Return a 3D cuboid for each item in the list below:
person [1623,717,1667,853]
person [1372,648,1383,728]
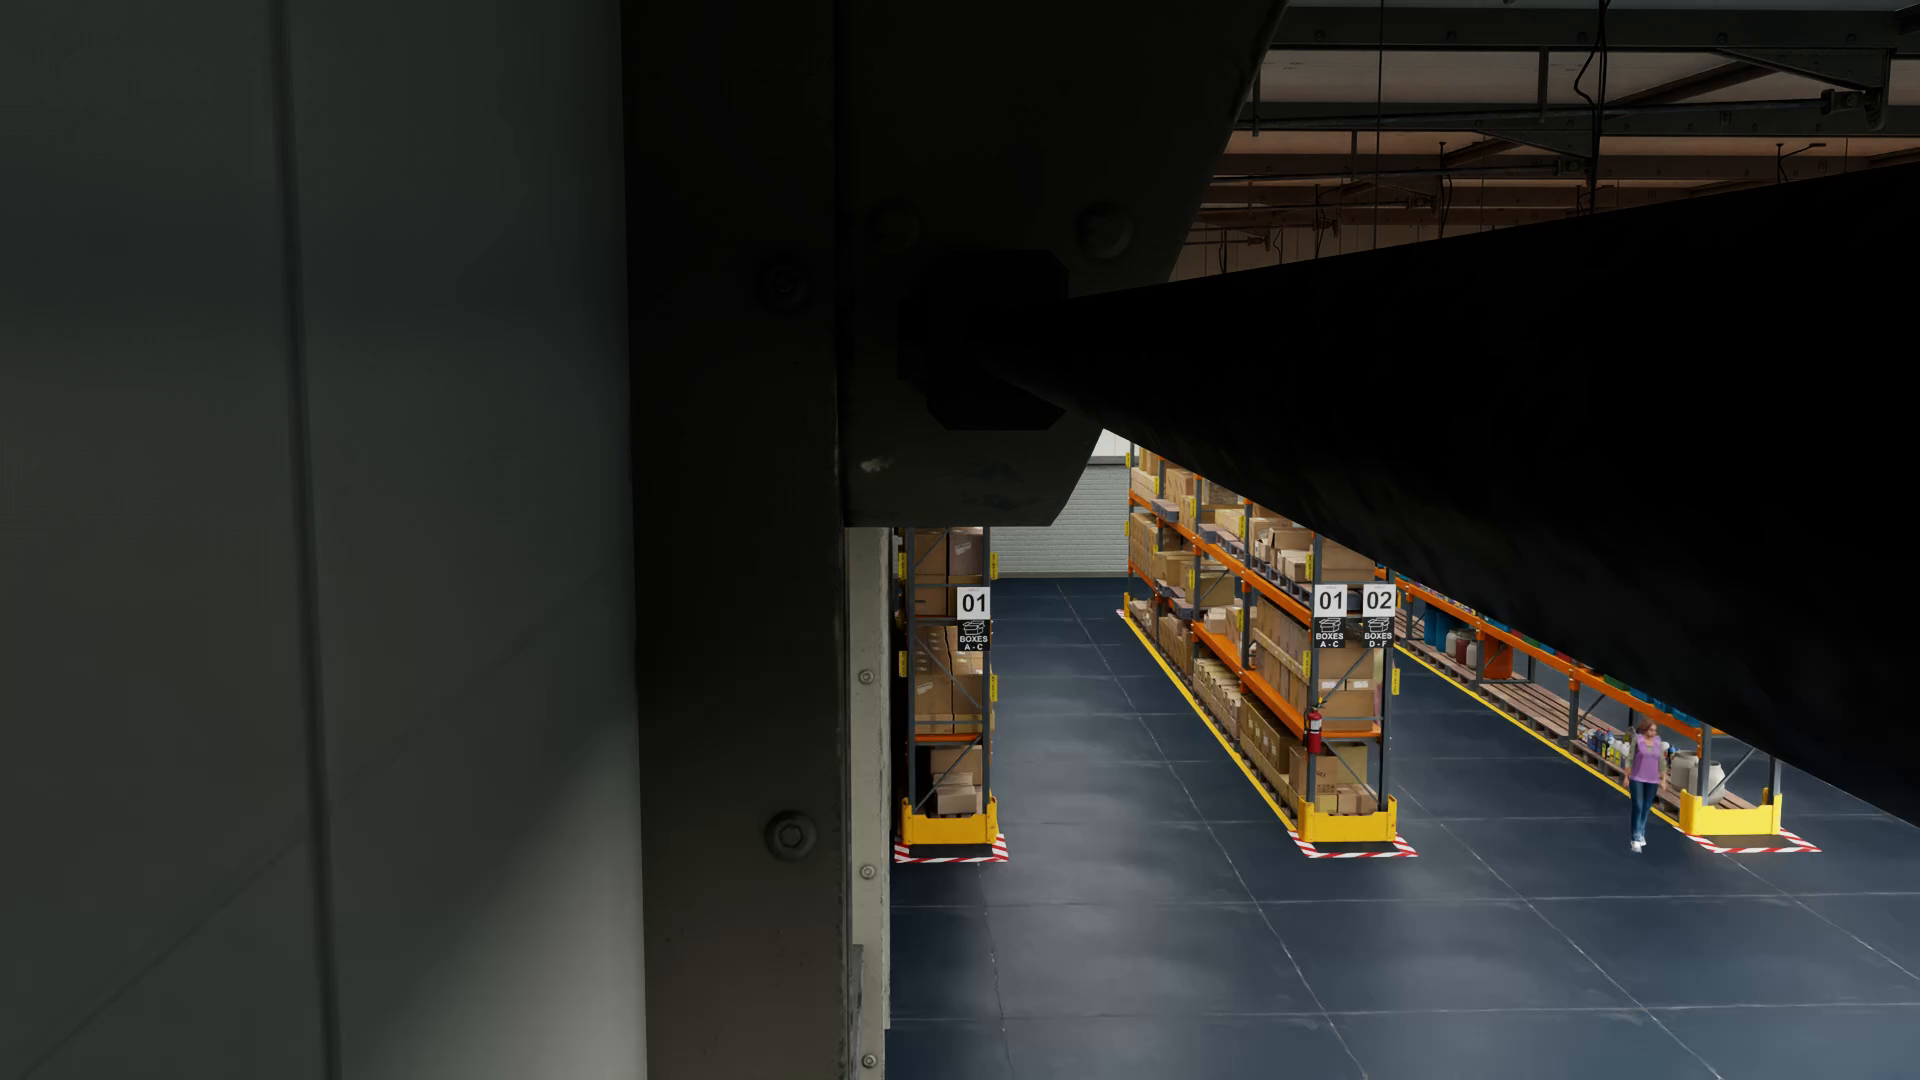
[{"bbox_3d":[8.354,2.973,20.262,0.476,1.627,0.509,1,7,5],"label":"person"},{"bbox_3d":[6.469,2.226,25.940,0.499,1.586,0.815,-1,7,-6],"label":"person"}]
